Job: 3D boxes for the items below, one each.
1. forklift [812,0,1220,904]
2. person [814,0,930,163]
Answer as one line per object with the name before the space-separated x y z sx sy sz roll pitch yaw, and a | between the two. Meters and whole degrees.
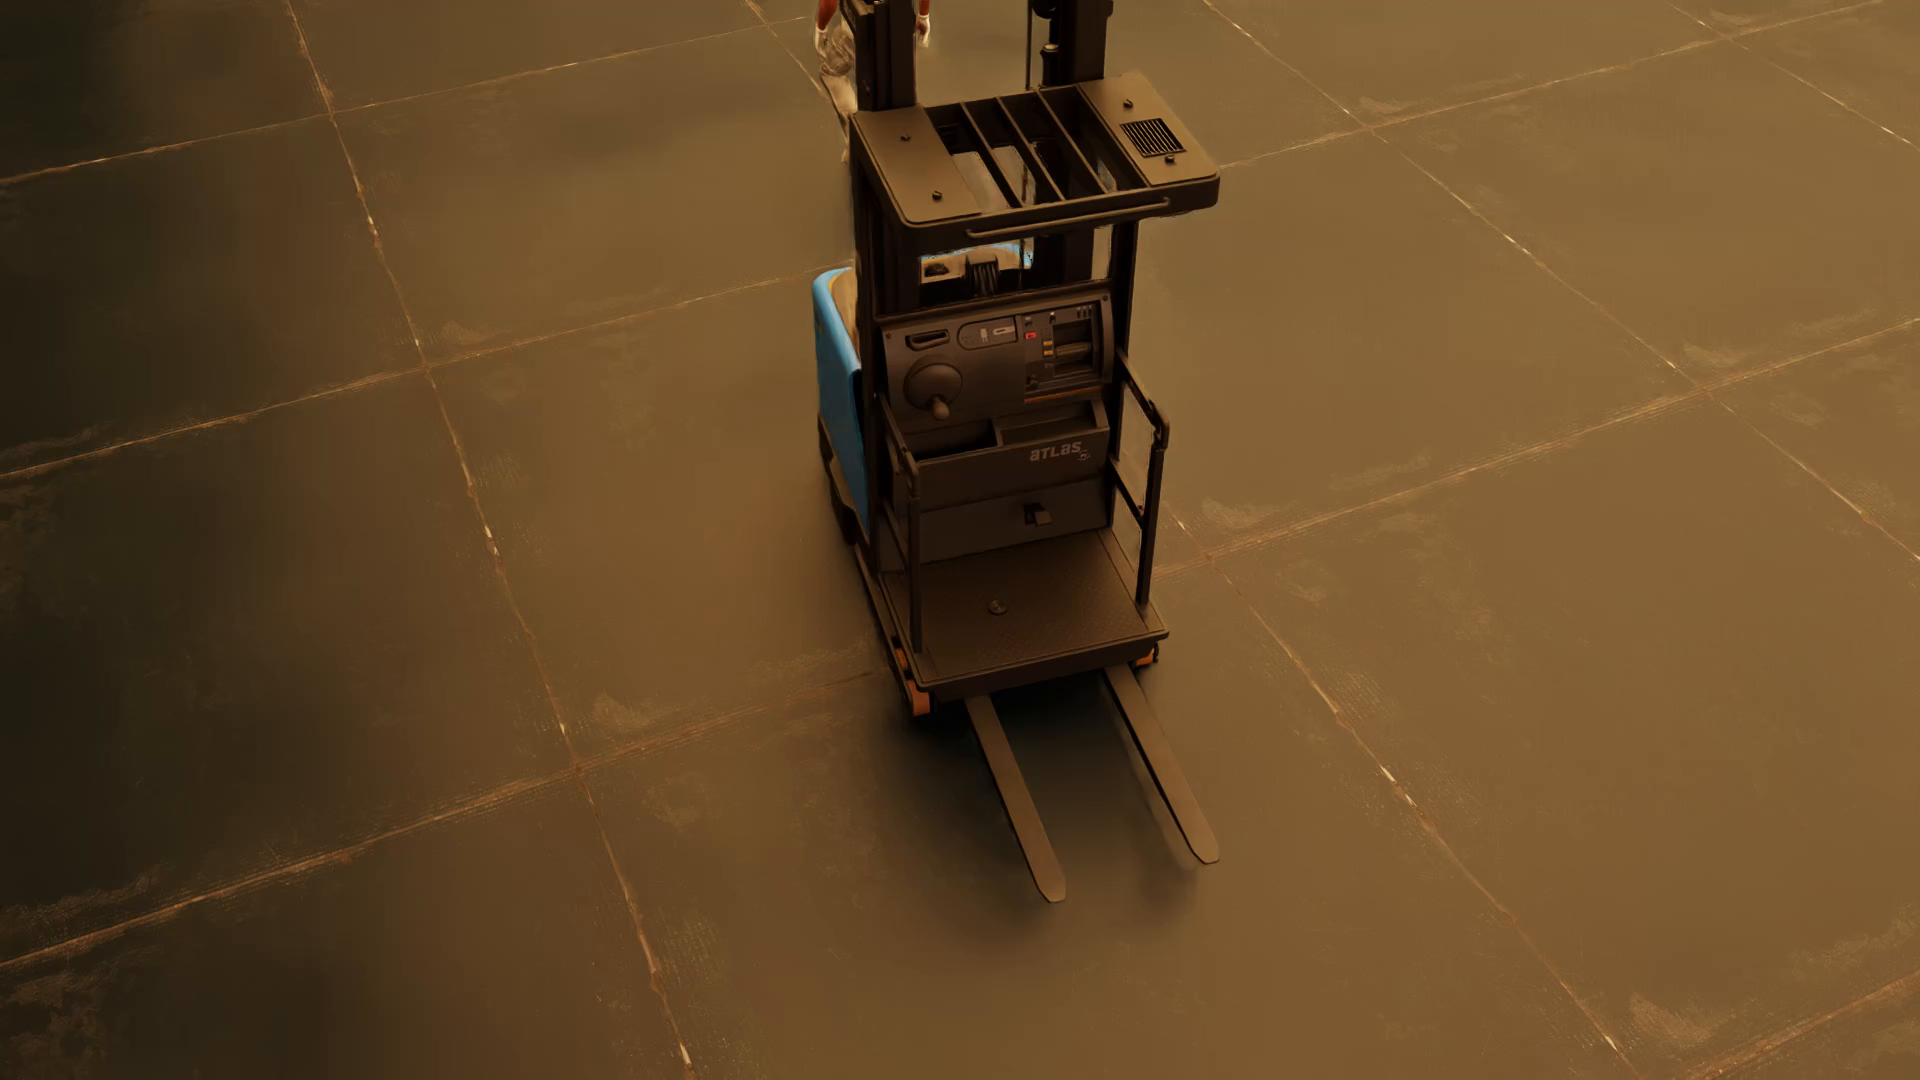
forklift | 0.218 -0.635 6.360 1.130 2.935 3.031 -11 44 -12
person | -0.544 -3.039 9.793 0.716 1.765 0.468 -24 48 -23
